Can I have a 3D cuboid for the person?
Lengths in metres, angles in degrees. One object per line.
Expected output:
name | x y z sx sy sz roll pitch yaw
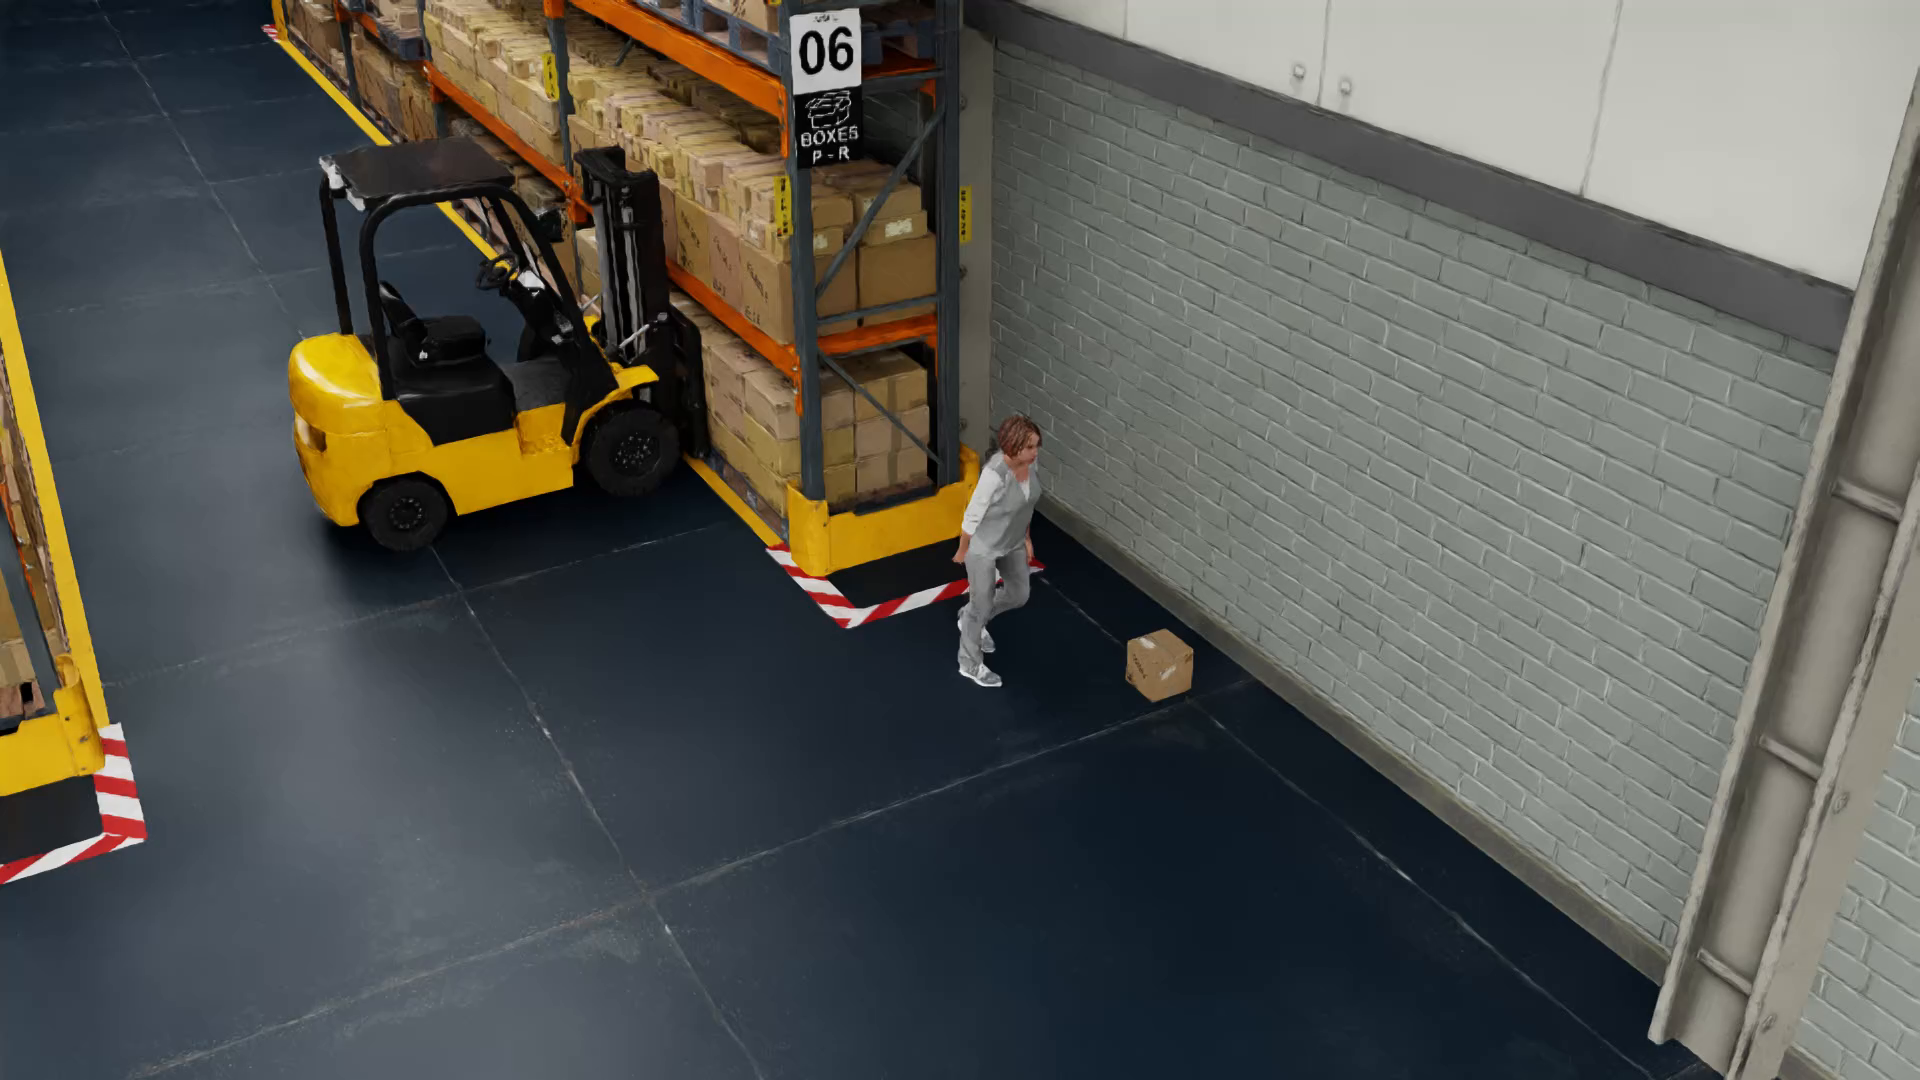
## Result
person | 0.163 0.029 8.525 0.581 1.574 0.420 23 37 35
